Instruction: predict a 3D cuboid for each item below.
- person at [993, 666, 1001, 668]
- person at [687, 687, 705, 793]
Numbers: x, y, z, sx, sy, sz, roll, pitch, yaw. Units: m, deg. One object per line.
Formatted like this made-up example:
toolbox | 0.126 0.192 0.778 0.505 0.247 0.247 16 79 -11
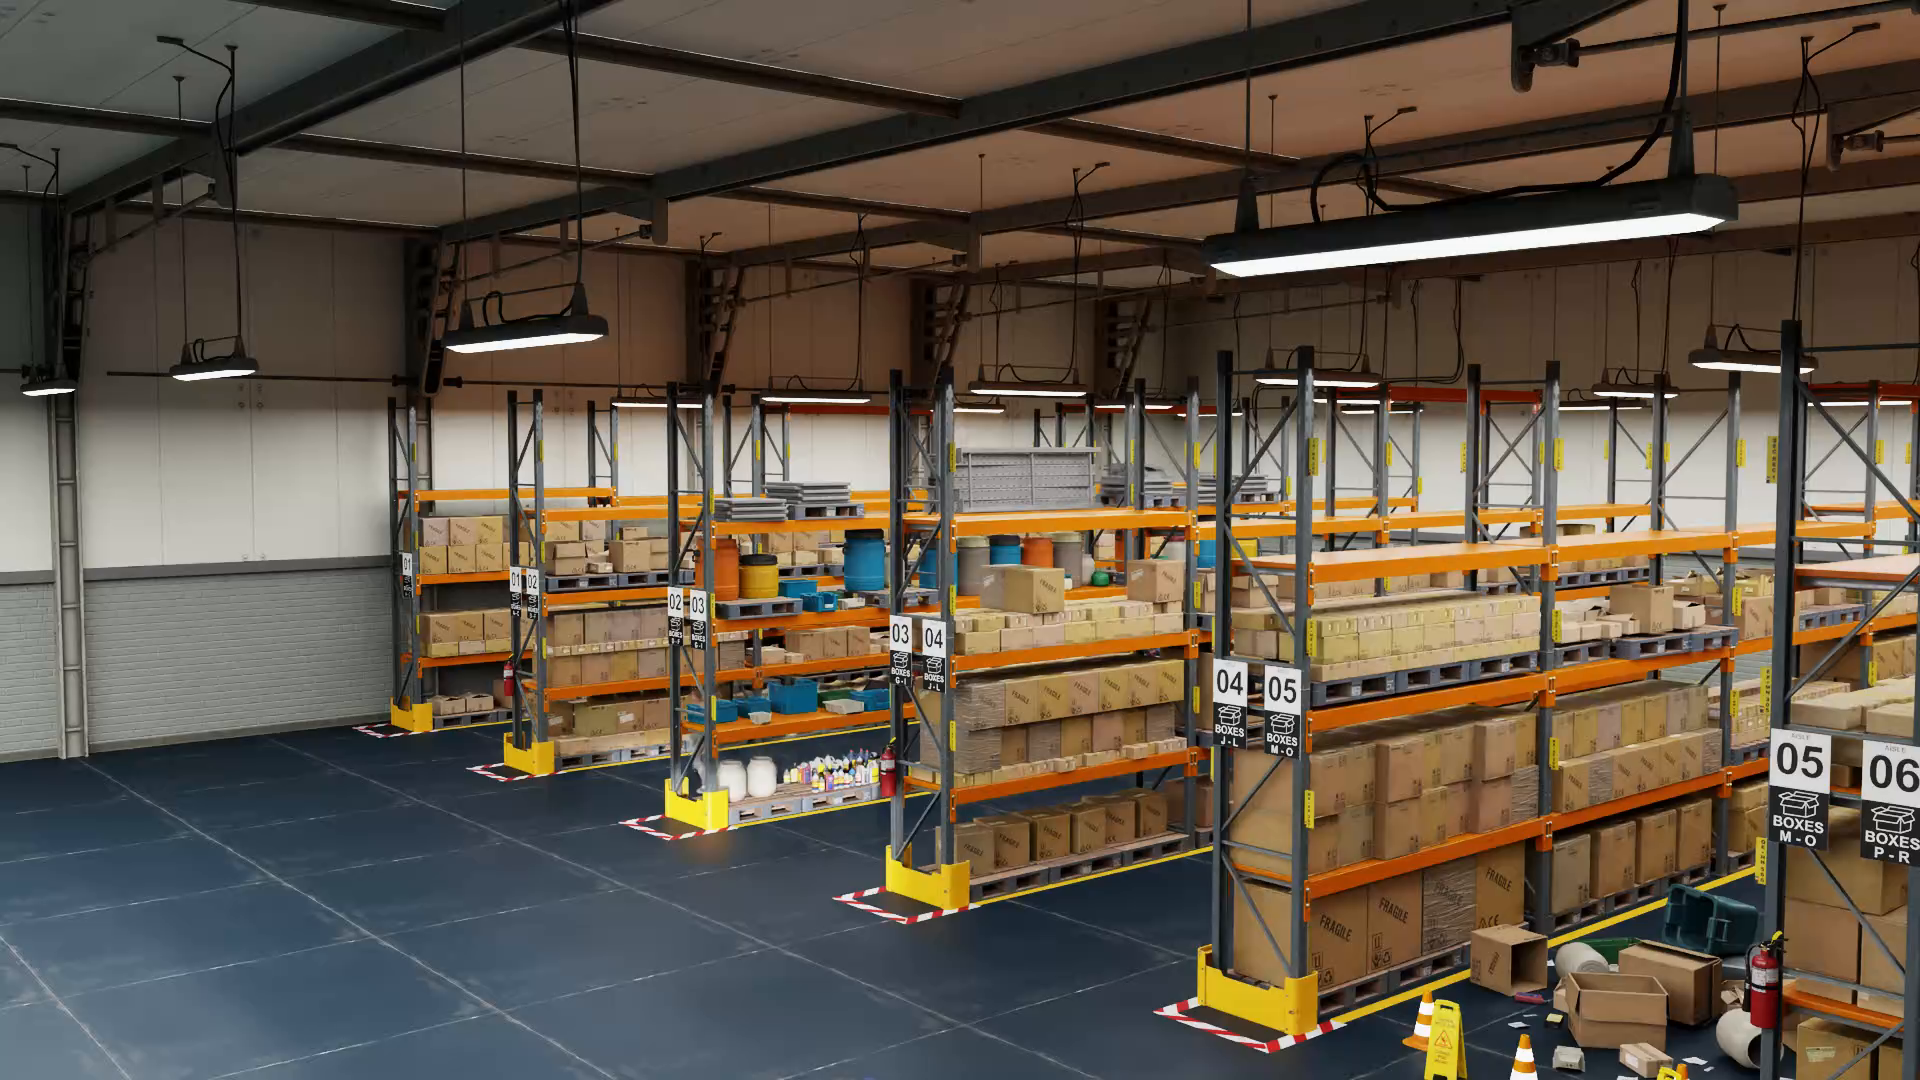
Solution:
person | 0.820 2.578 29.475 0.567 1.688 0.915 3 5 45
person | -3.873 2.996 24.477 0.538 1.472 0.536 3 5 43
